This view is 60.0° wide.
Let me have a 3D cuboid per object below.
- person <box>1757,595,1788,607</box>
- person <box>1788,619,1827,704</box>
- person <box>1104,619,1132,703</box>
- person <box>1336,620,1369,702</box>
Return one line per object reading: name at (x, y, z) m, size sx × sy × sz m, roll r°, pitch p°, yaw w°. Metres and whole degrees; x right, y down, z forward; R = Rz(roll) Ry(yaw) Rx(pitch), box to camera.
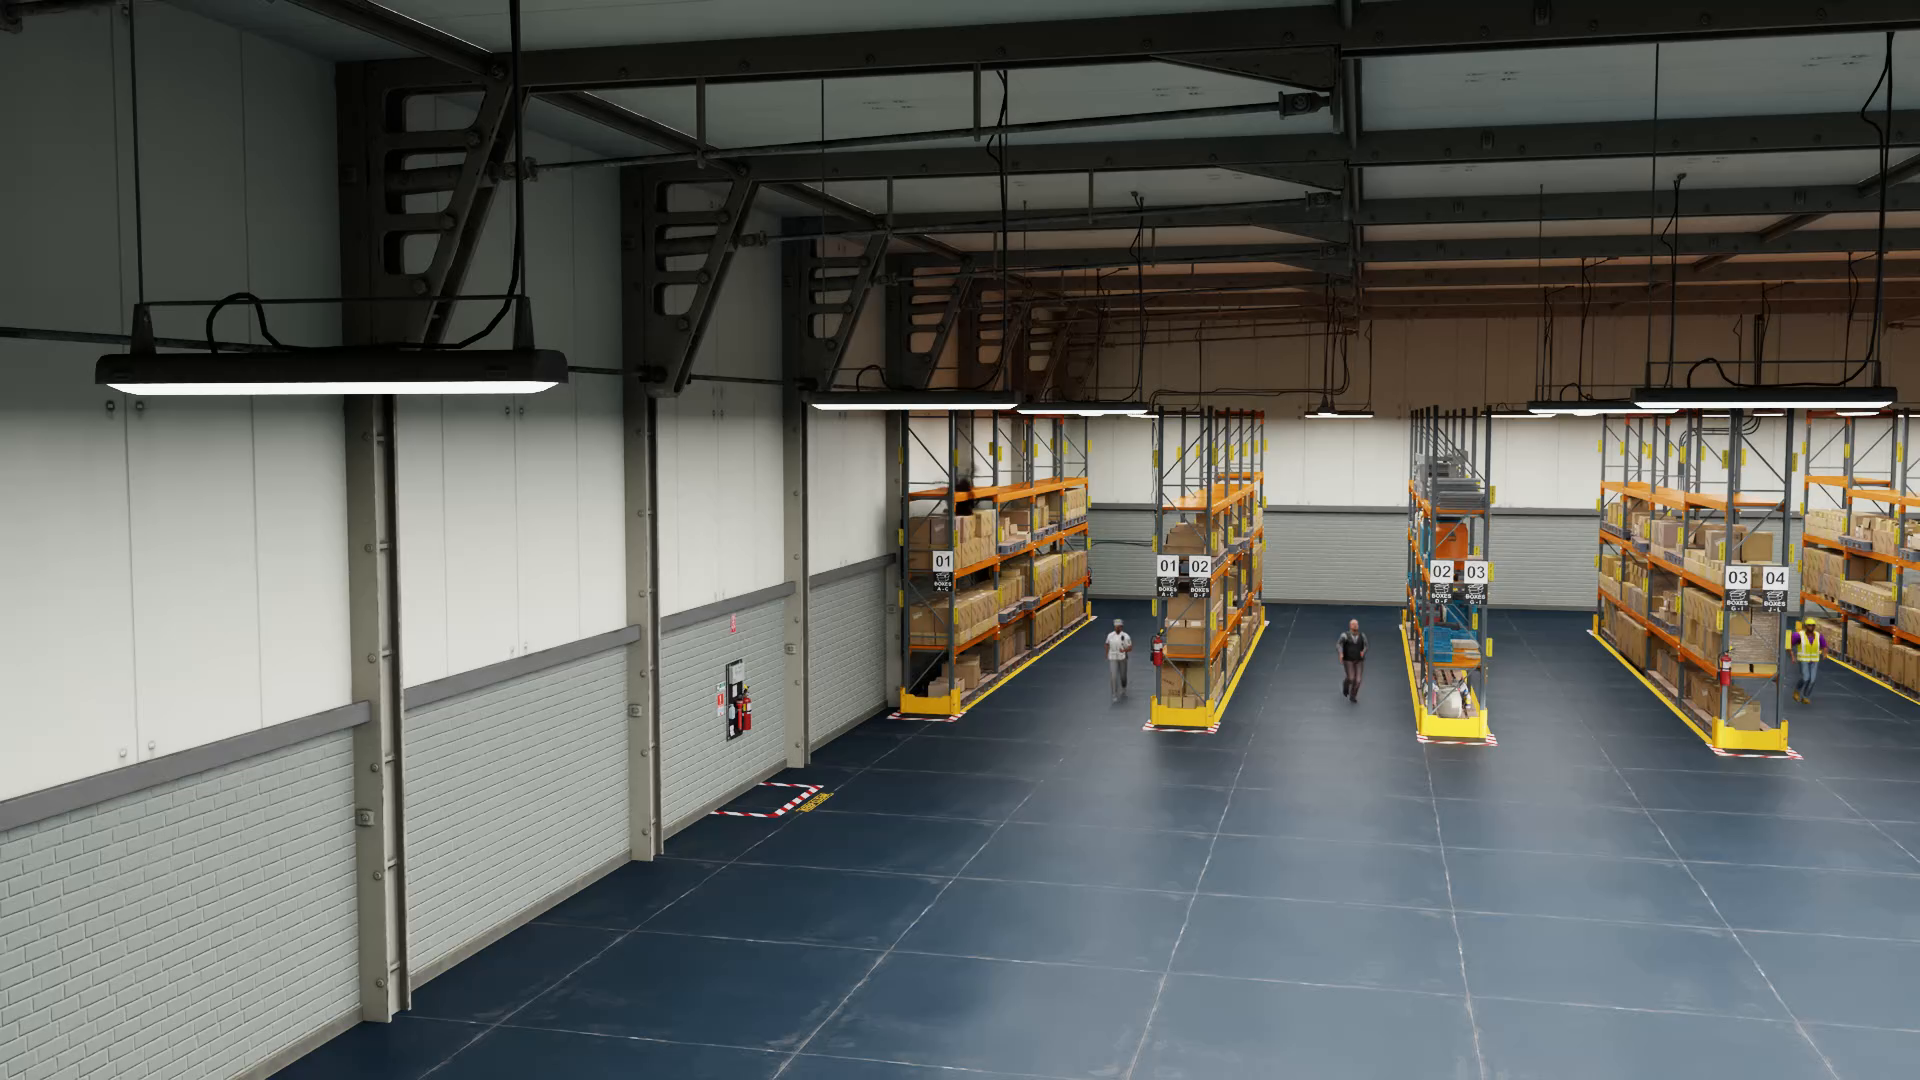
person at (19.929, 1.906, 40.806) m, size 0.676 × 1.847 × 0.829 m, roll 1°, pitch 4°, yaw 13°
person at (17.144, 2.450, 33.557) m, size 0.707 × 1.730 × 0.570 m, roll 0°, pitch 4°, yaw 6°
person at (3.227, 2.441, 33.978) m, size 0.587 × 1.671 × 0.871 m, roll 1°, pitch 4°, yaw 11°
person at (7.994, 2.462, 33.763) m, size 0.652 × 1.678 × 0.569 m, roll 0°, pitch 4°, yaw -1°
